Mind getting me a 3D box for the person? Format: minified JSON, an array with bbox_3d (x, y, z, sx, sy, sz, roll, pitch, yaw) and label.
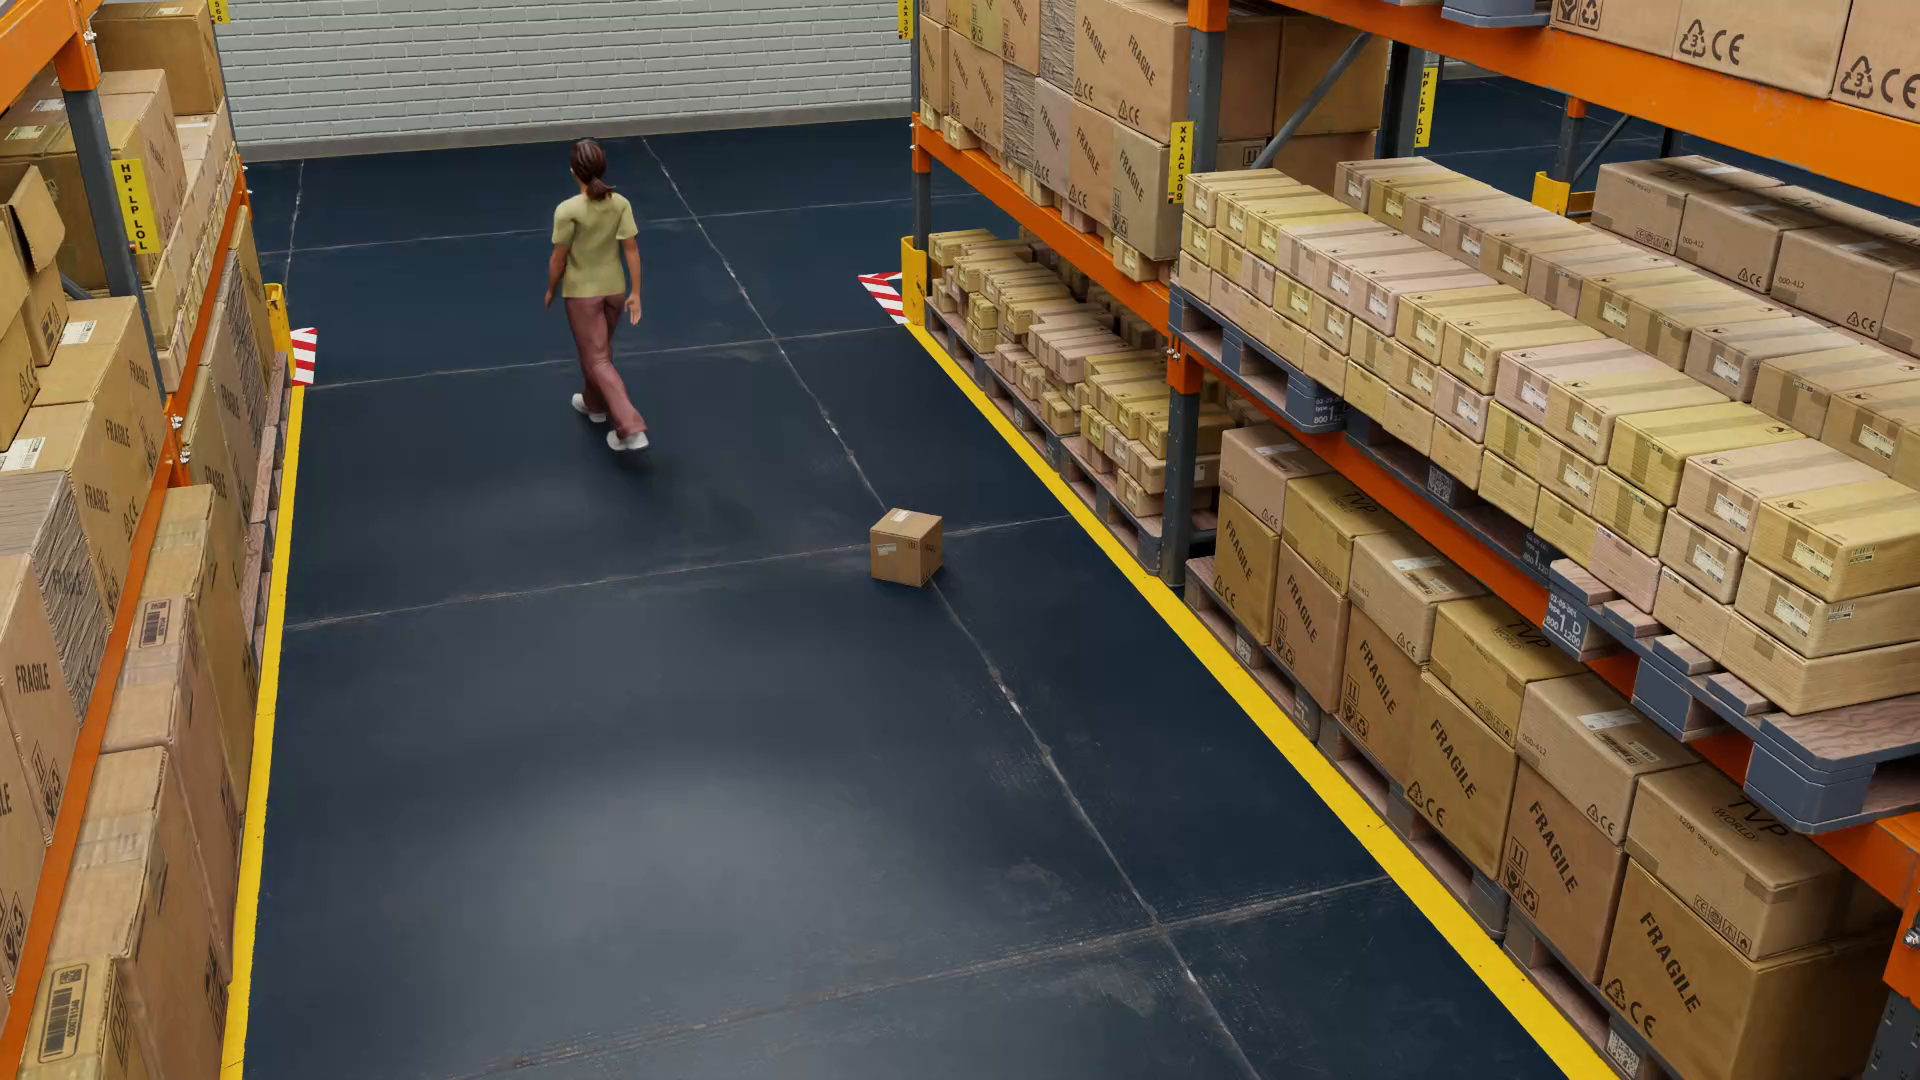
[{"bbox_3d":[-1.922,-1.292,8.715,0.448,1.627,0.989,-22,34,-37],"label":"person"}]
